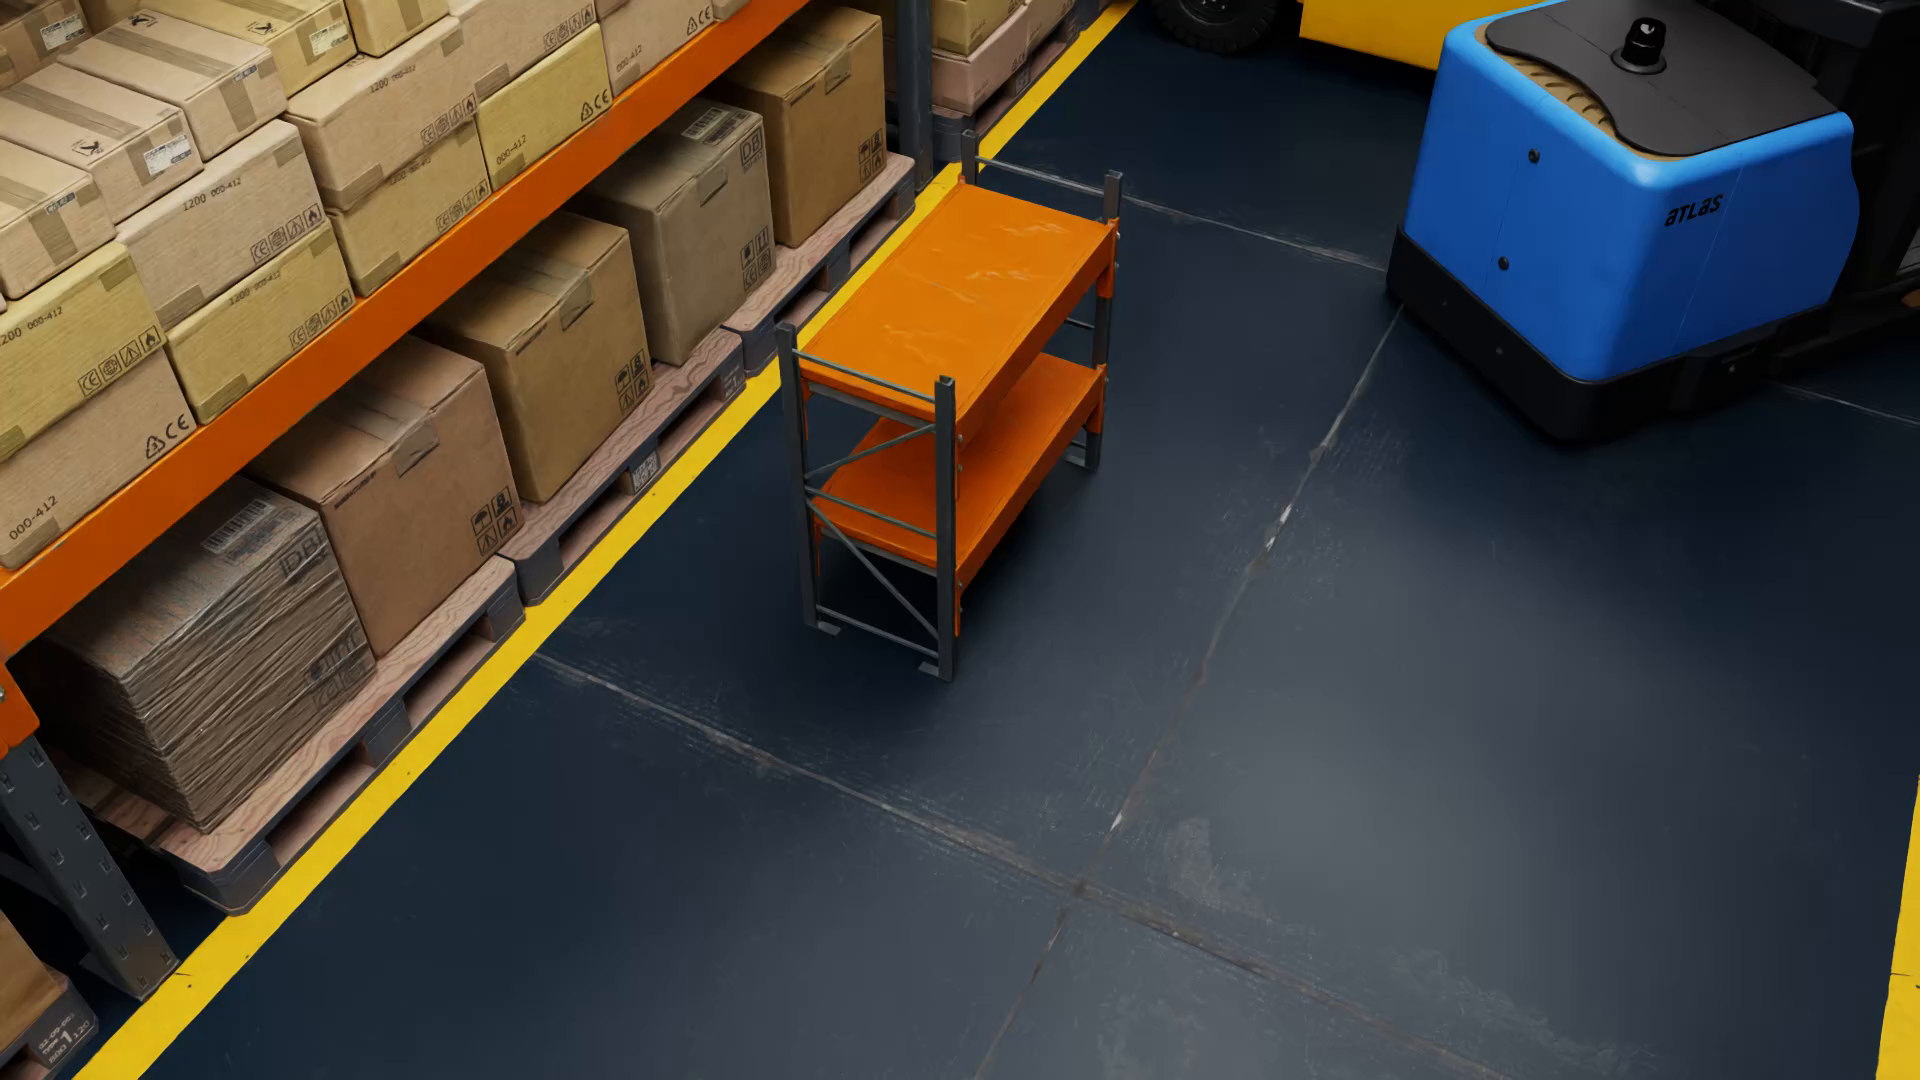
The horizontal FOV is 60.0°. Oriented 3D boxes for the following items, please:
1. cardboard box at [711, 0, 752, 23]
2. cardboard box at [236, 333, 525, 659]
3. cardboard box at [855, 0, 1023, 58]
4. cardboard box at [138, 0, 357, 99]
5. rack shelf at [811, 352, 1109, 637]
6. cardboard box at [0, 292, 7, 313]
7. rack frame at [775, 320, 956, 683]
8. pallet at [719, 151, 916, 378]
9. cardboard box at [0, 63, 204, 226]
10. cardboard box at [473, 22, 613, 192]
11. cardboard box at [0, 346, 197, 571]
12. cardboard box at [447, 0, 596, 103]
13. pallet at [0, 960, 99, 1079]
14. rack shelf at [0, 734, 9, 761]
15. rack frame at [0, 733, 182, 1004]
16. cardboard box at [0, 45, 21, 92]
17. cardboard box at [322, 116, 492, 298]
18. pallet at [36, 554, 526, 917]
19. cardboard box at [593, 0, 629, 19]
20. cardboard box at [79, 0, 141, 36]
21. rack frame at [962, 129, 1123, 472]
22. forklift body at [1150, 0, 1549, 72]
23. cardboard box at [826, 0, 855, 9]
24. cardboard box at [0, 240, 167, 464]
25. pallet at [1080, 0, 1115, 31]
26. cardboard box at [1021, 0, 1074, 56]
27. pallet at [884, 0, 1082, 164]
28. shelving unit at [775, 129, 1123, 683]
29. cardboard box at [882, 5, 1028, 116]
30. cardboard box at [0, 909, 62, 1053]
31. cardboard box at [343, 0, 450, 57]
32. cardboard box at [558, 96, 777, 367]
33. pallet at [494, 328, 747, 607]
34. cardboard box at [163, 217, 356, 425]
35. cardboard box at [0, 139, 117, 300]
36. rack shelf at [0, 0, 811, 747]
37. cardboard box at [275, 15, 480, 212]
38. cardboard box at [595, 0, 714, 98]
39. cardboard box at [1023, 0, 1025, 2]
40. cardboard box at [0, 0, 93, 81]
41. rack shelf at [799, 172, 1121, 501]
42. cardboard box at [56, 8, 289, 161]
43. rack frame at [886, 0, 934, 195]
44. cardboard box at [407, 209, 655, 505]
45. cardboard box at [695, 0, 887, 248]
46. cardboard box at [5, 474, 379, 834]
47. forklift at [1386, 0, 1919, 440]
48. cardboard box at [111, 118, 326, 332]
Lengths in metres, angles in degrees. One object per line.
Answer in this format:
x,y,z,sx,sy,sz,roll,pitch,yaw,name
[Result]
-0.808,-1.856,5.081,0.500,0.250,0.500,20,49,19,cardboard box
-1.836,-0.227,4.740,0.875,0.625,0.625,22,49,20,cardboard box
-0.079,-2.191,6.593,0.500,0.250,0.500,20,49,19,cardboard box
-1.605,-1.154,3.756,0.380,0.149,0.250,21,49,19,cardboard box
-0.003,-0.219,5.020,0.538,0.278,1.000,20,49,19,rack shelf
-2.025,-0.478,3.087,0.380,0.149,0.250,22,49,20,cardboard box
-0.239,-0.071,4.529,0.500,1.125,0.032,20,49,19,rack frame
-0.885,-1.174,6.262,1.003,0.211,1.213,20,49,19,pallet
-1.806,-0.817,3.422,0.380,0.149,0.250,22,49,20,cardboard box
-1.298,-1.226,4.458,0.500,0.250,0.500,22,49,20,cardboard box
-2.011,-0.258,3.501,0.500,0.250,0.500,21,49,19,cardboard box
-1.304,-1.403,4.281,0.500,0.250,0.500,21,49,20,cardboard box
-2.814,1.326,3.791,1.003,0.211,1.213,20,49,19,pallet
-3.362,1.401,2.262,1.077,0.370,4.000,20,49,19,rack shelf
-2.434,-0.112,3.251,1.000,3.000,0.127,20,49,19,rack frame
-2.265,-0.991,3.594,0.380,0.149,0.250,20,49,19,cardboard box
-1.541,-0.900,4.136,0.500,0.250,0.500,19,48,18,cardboard box
-2.017,0.363,4.743,1.003,0.211,1.213,20,49,19,pallet
-1.053,-1.714,4.589,0.500,0.250,0.500,21,49,20,cardboard box
-2.023,-1.308,3.907,0.380,0.149,0.250,20,49,19,cardboard box
0.233,-0.711,5.162,0.500,1.125,0.032,20,49,19,rack frame
2.015,-3.056,6.758,2.313,2.155,1.214,20,49,19,forklift body
-0.533,-2.363,6.763,0.500,0.250,0.500,19,48,18,cardboard box
-1.989,-0.425,3.315,0.500,0.250,0.500,20,49,19,cardboard box
0.394,-2.910,7.977,1.003,0.211,1.213,20,49,19,pallet
0.163,-2.333,7.085,0.500,0.250,0.500,19,48,18,cardboard box
-0.171,-2.139,7.215,1.003,0.211,1.213,20,49,19,pallet
-0.003,-0.391,4.846,0.538,1.125,1.048,20,49,19,shelving unit
-0.059,-2.008,6.764,0.500,0.250,0.500,21,49,19,cardboard box
-2.440,0.957,3.658,0.500,0.500,0.500,22,49,20,cardboard box
-1.435,-1.295,3.894,0.380,0.149,0.250,21,49,20,cardboard box
-1.176,-1.126,5.628,0.875,0.625,0.625,20,49,19,cardboard box
-1.450,-0.403,5.500,1.003,0.211,1.213,20,49,19,pallet
-1.774,-0.573,3.813,0.500,0.250,0.500,19,48,18,cardboard box
-1.902,-0.647,3.254,0.380,0.149,0.250,21,49,20,cardboard box
-1.505,-1.119,4.752,1.077,0.370,4.000,20,49,19,rack shelf
-1.519,-1.072,3.955,0.500,0.250,0.500,19,48,18,cardboard box
-1.065,-1.554,4.782,0.500,0.250,0.500,21,49,19,cardboard box
0.153,-2.509,6.907,0.500,0.250,0.500,20,49,19,cardboard box
-2.213,-1.169,3.770,0.380,0.149,0.250,20,49,18,cardboard box
-0.003,-0.597,4.638,0.538,0.278,1.000,20,49,19,rack shelf
-1.696,-0.986,3.589,0.380,0.149,0.250,21,49,19,cardboard box
-0.577,-2.632,5.742,1.000,3.000,0.127,20,49,19,rack frame
-1.524,-0.651,5.159,0.875,0.625,0.625,19,48,17,cardboard box
-0.809,-1.612,6.109,0.875,0.625,0.625,23,50,21,cardboard box
-2.132,0.187,4.330,0.875,0.625,0.625,22,49,20,cardboard box
3.116,-2.081,5.246,3.031,2.935,1.130,-19,48,-18,forklift
-1.778,-0.749,3.635,0.500,0.250,0.500,22,49,20,cardboard box
